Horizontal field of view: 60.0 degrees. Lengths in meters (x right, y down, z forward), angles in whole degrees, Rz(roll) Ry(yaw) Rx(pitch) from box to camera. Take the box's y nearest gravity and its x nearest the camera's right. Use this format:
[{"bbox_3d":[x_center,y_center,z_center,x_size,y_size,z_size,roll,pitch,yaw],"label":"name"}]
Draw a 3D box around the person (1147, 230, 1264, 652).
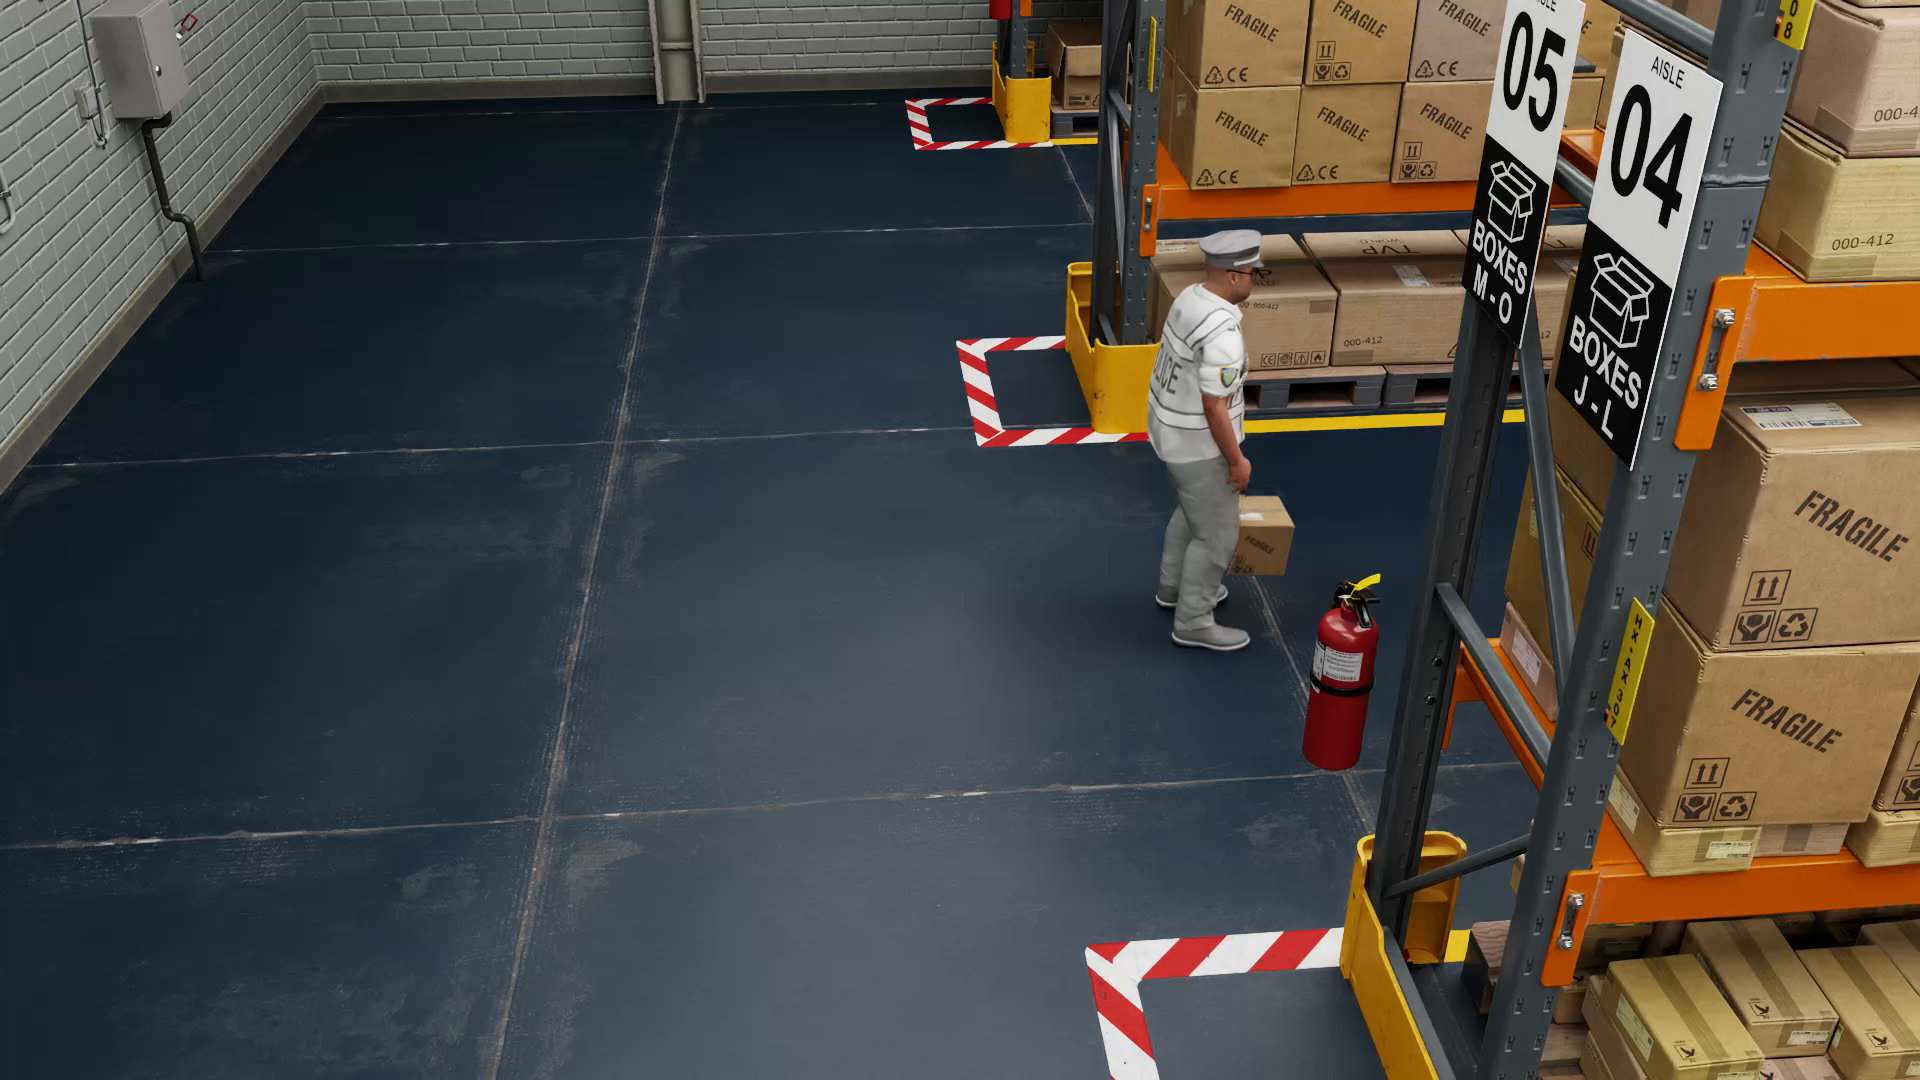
[{"bbox_3d":[0.991,-0.410,6.805,0.434,1.752,0.566,-4,31,-6],"label":"person"}]
